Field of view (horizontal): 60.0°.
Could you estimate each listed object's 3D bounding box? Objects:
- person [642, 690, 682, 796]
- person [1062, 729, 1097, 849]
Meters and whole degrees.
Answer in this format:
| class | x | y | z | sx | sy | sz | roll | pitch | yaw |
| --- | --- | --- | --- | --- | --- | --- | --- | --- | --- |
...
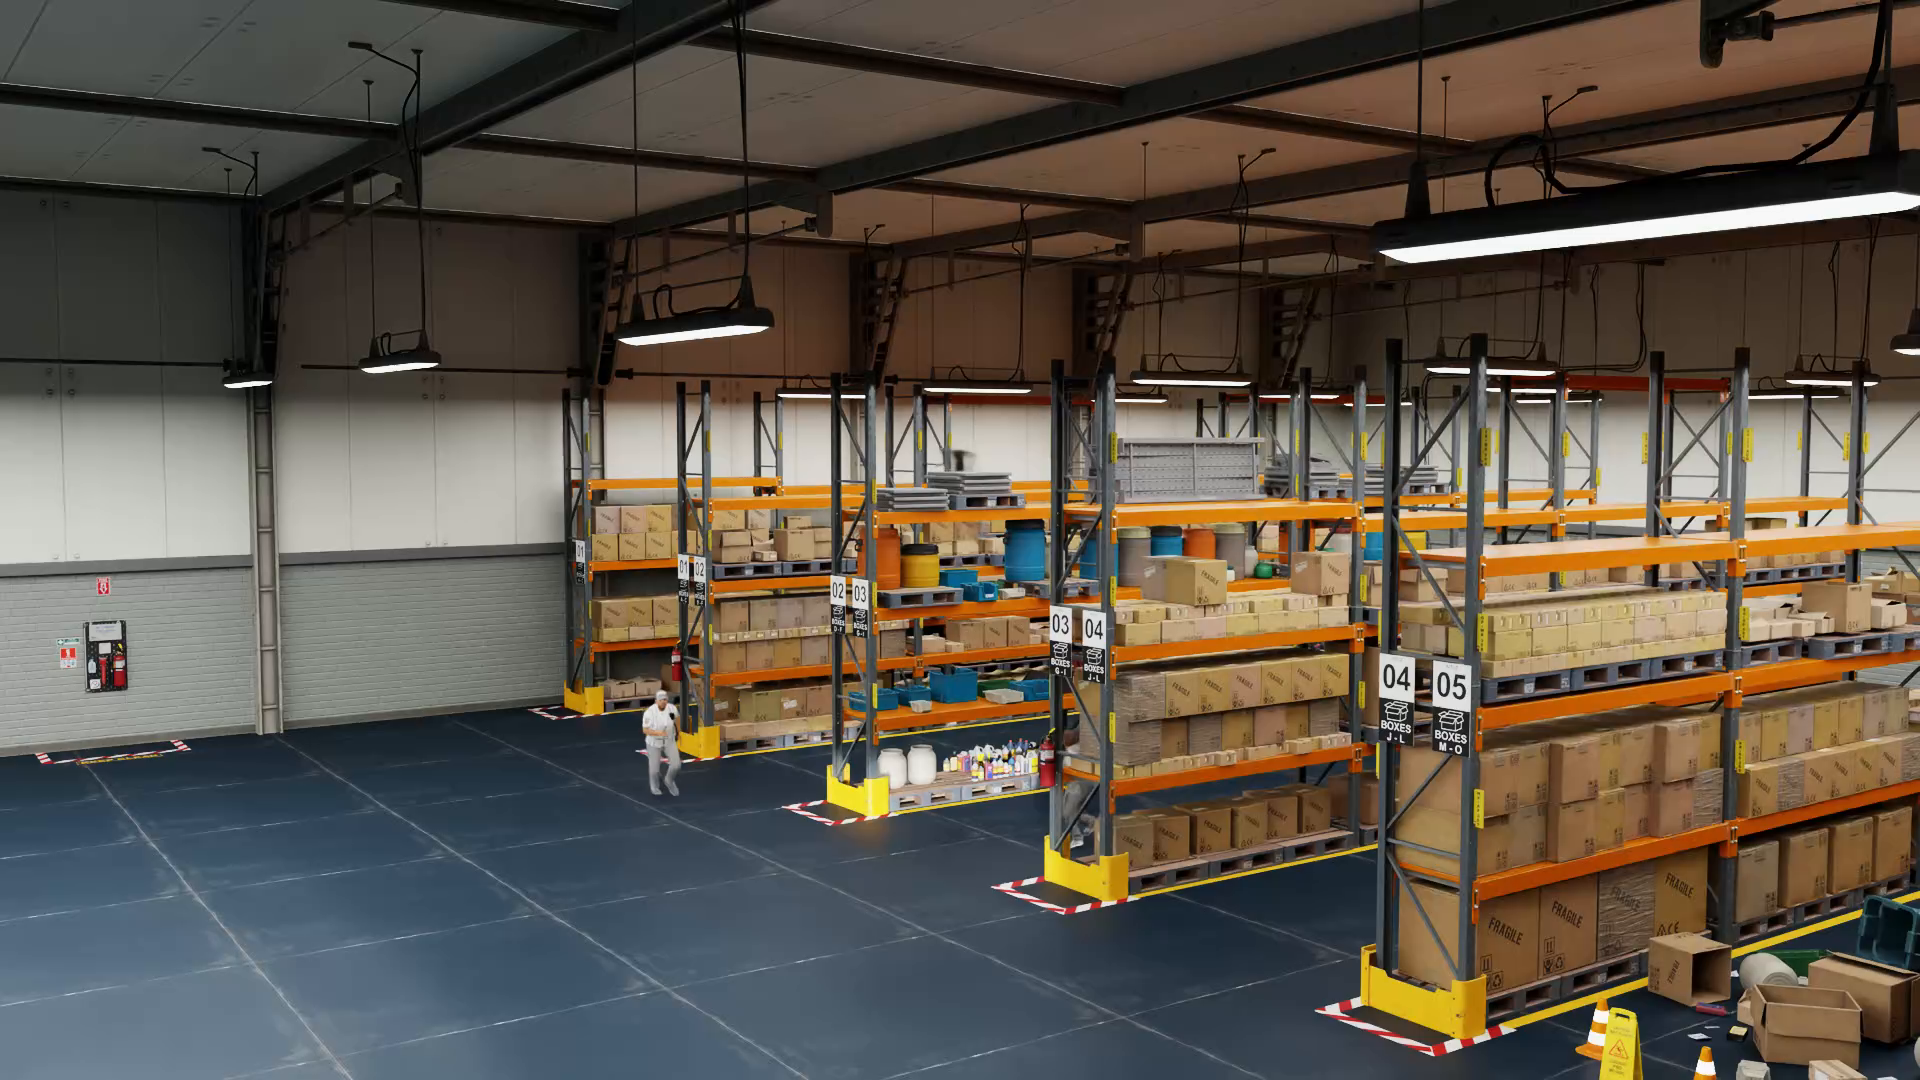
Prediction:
| class | x | y | z | sx | sy | sz | roll | pitch | yaw |
| --- | --- | --- | --- | --- | --- | --- | --- | --- | --- |
| person | -4.196 | 2.871 | 23.462 | 0.599 | 1.562 | 0.870 | -1 | 4 | -21 |
| person | 1.478 | 3.112 | 20.735 | 0.581 | 1.503 | 0.644 | 0 | 4 | -3 |
